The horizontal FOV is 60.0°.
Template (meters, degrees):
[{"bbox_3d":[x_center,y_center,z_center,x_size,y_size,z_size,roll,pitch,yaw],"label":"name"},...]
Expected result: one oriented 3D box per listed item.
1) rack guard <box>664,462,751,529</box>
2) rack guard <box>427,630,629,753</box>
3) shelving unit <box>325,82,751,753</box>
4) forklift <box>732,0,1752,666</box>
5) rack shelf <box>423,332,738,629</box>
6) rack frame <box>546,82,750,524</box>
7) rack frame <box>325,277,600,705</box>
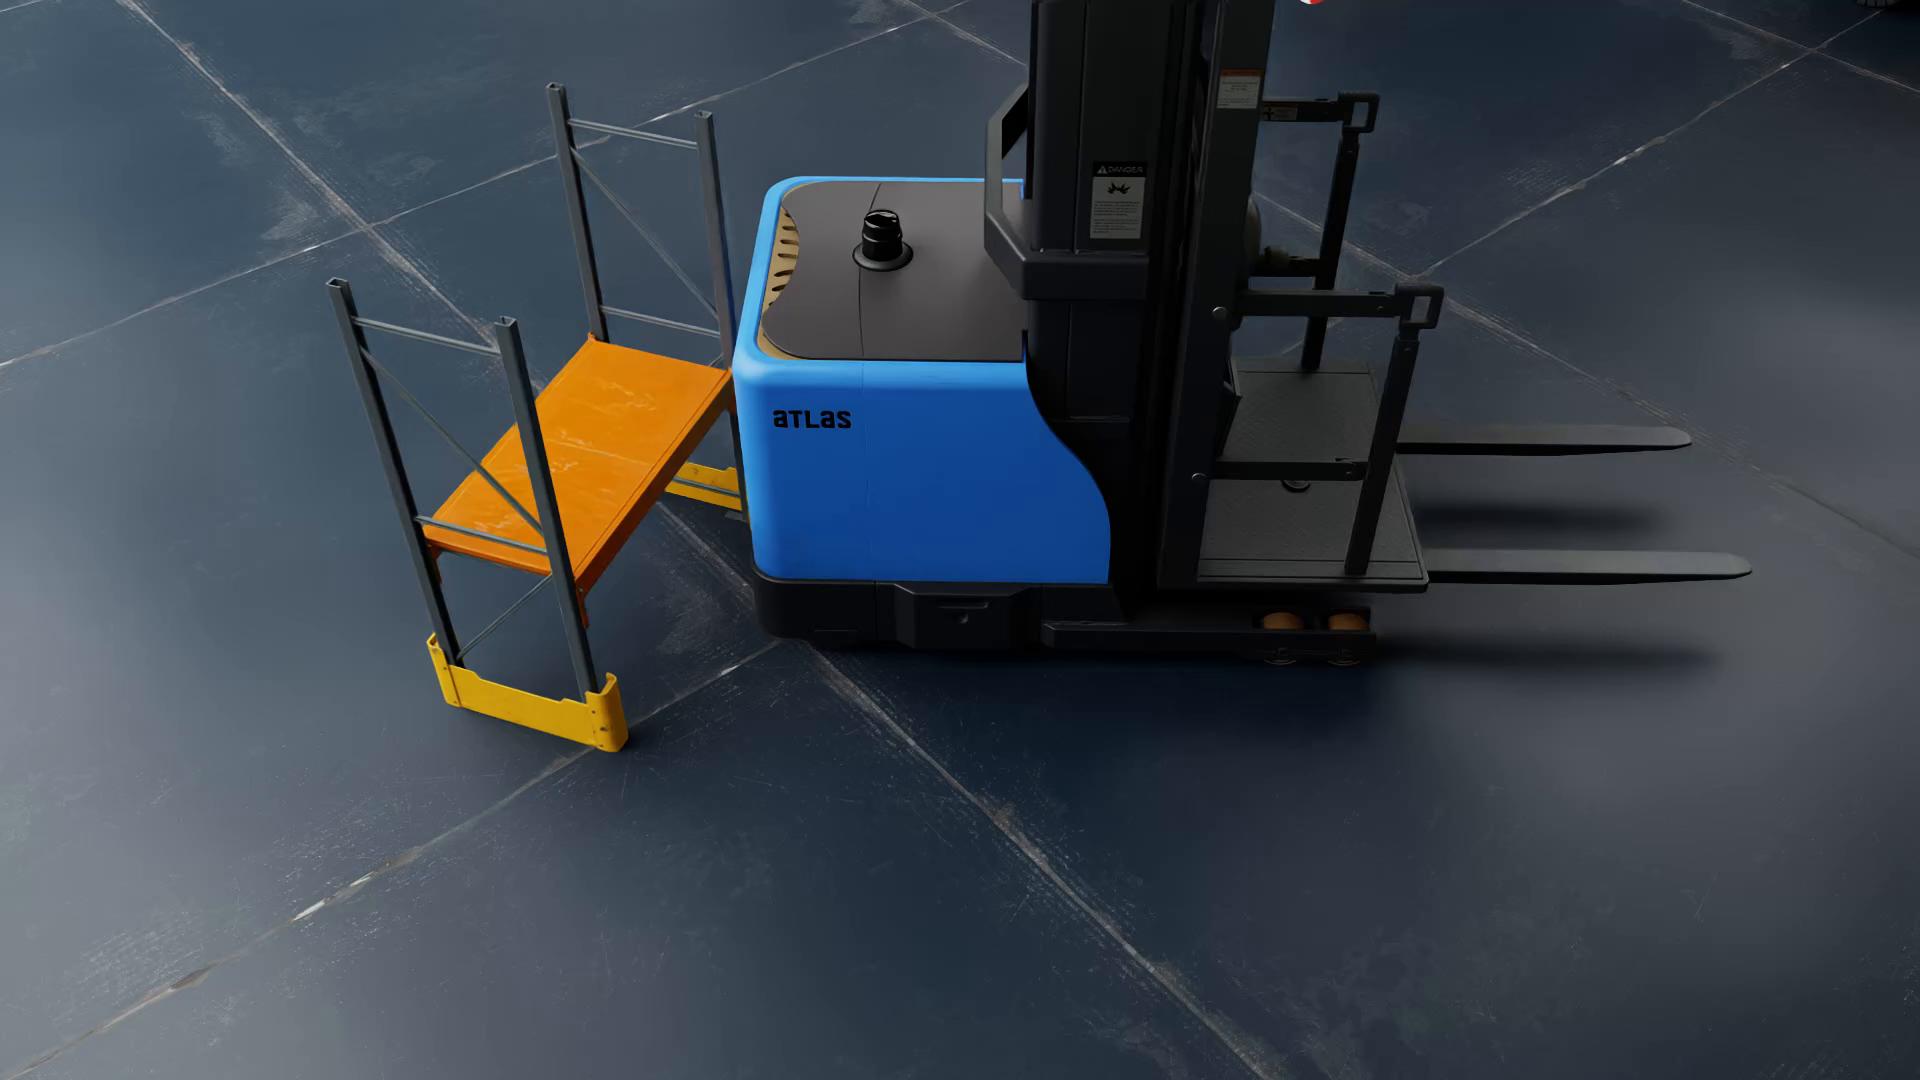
[{"bbox_3d":[-0.913,-0.207,5.511,0.587,0.250,0.087,14,45,14],"label":"rack guard"},{"bbox_3d":[-1.253,0.434,4.828,0.587,0.250,0.087,14,45,14],"label":"rack guard"},{"bbox_3d":[-1.083,-0.342,4.742,0.587,1.500,1.083,14,45,14],"label":"shelving unit"},{"bbox_3d":[0.897,-1.056,4.457,3.031,2.935,1.130,1,43,1],"label":"forklift"},{"bbox_3d":[-1.086,-0.205,4.859,0.538,0.185,1.000,14,45,14],"label":"rack shelf"},{"bbox_3d":[-0.912,-0.663,5.084,0.500,1.500,0.032,14,45,14],"label":"rack frame"},{"bbox_3d":[-1.259,-0.009,4.387,0.500,1.500,0.032,14,45,14],"label":"rack frame"}]
